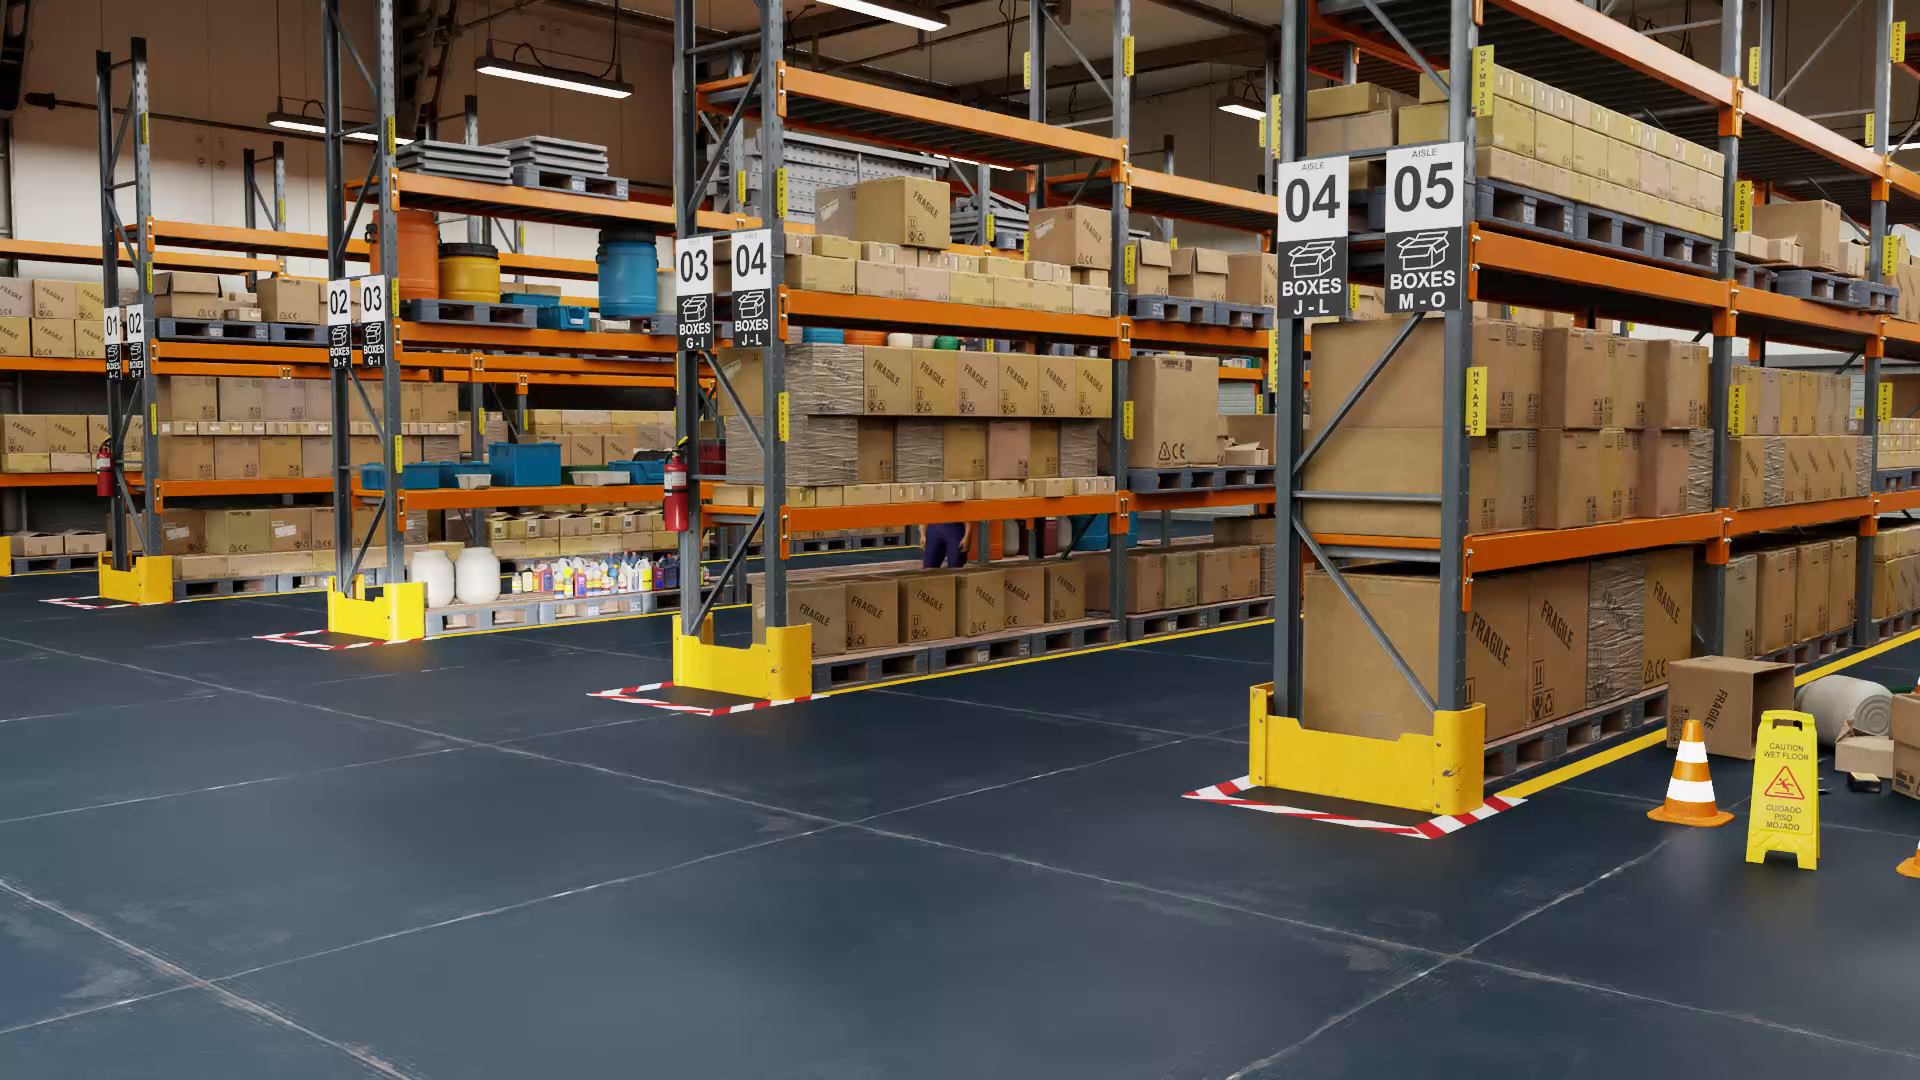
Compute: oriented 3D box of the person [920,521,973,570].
[{"bbox_3d":[-0.138,-0.007,15.658,0.539,1.652,0.372,2,4,23],"label":"person"}]
